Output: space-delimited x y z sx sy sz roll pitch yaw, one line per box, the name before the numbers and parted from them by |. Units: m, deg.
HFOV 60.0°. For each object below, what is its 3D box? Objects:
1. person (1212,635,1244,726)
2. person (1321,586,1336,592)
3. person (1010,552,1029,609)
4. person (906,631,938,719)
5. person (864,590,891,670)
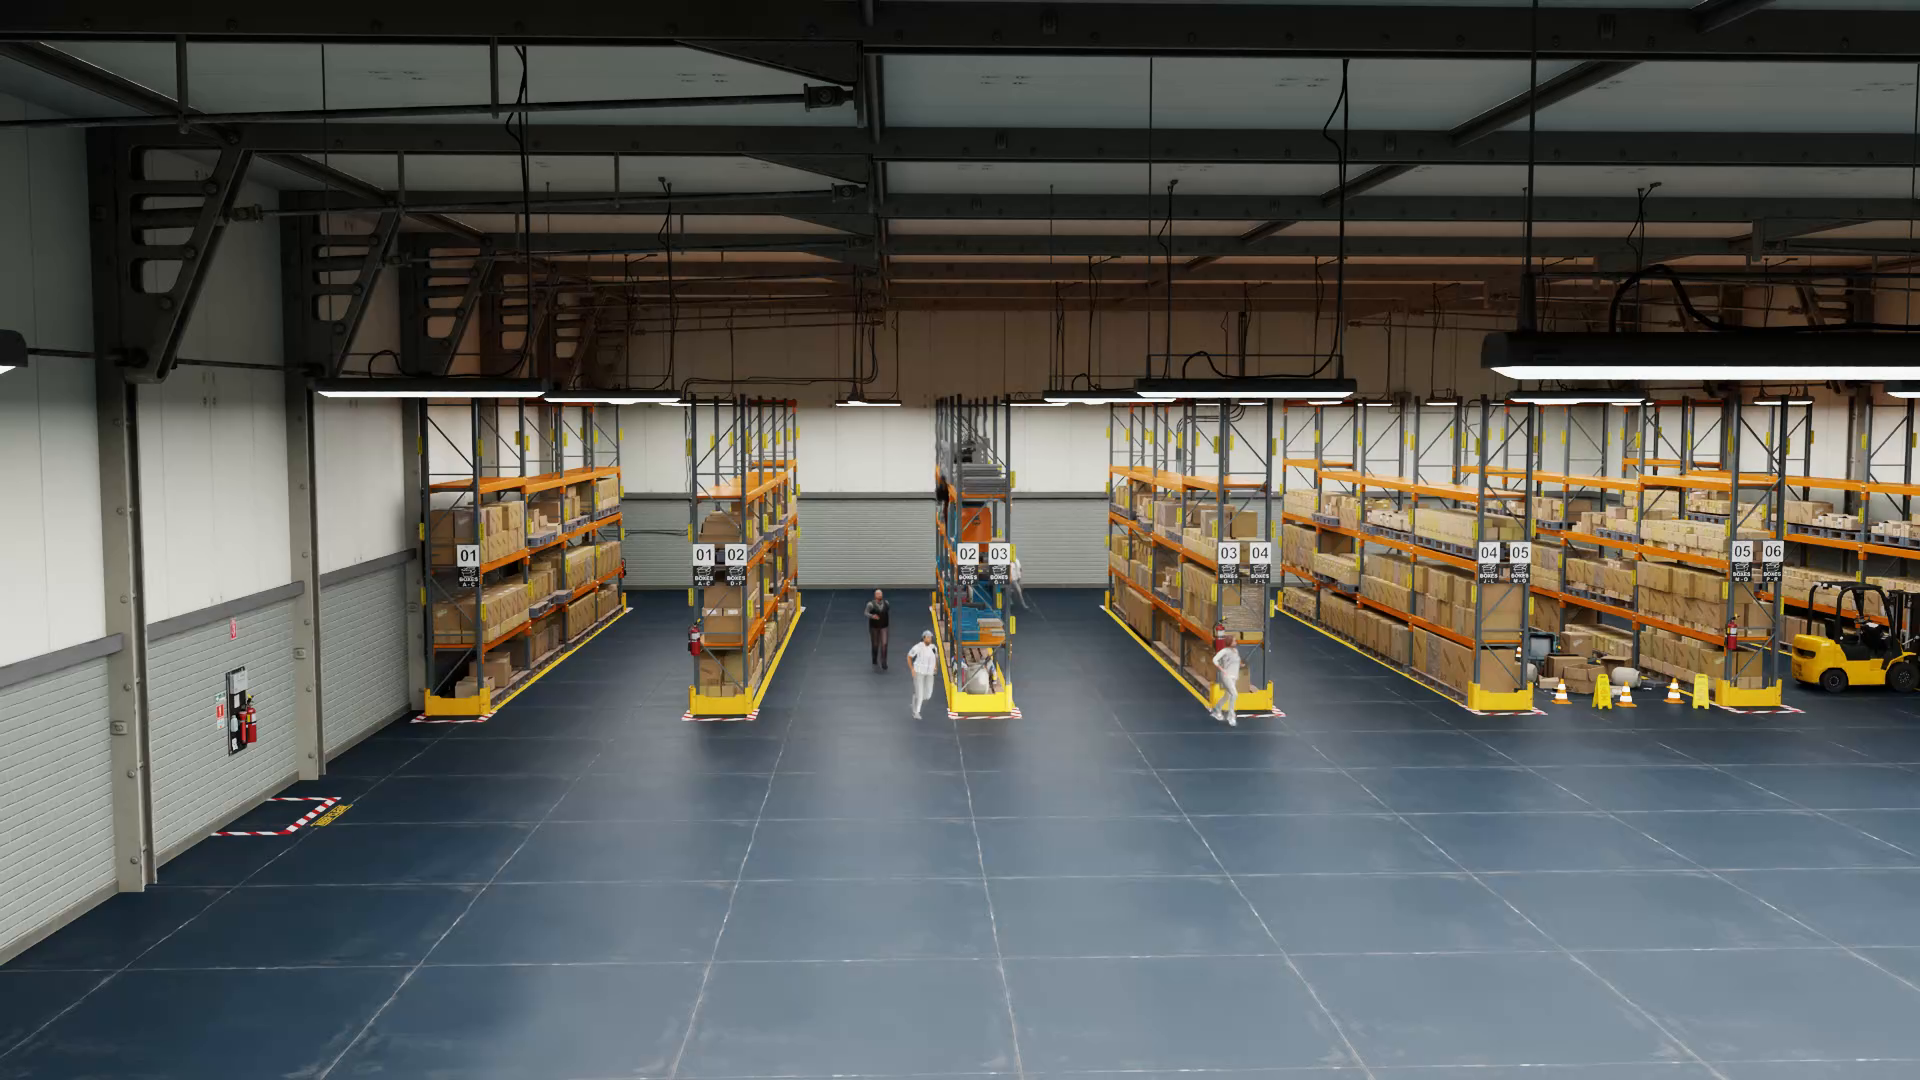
person | 4.876 2.602 30.288 0.646 1.553 0.487 4 6 39
person | 10.688 1.109 48.571 0.756 1.659 0.768 -4 6 -40
person | 1.487 1.107 47.723 0.917 1.738 0.681 4 6 44
person | -0.685 2.505 31.029 0.647 1.621 0.559 -2 5 -26
person | -1.813 1.974 36.787 0.640 1.765 0.791 -1 5 -12
